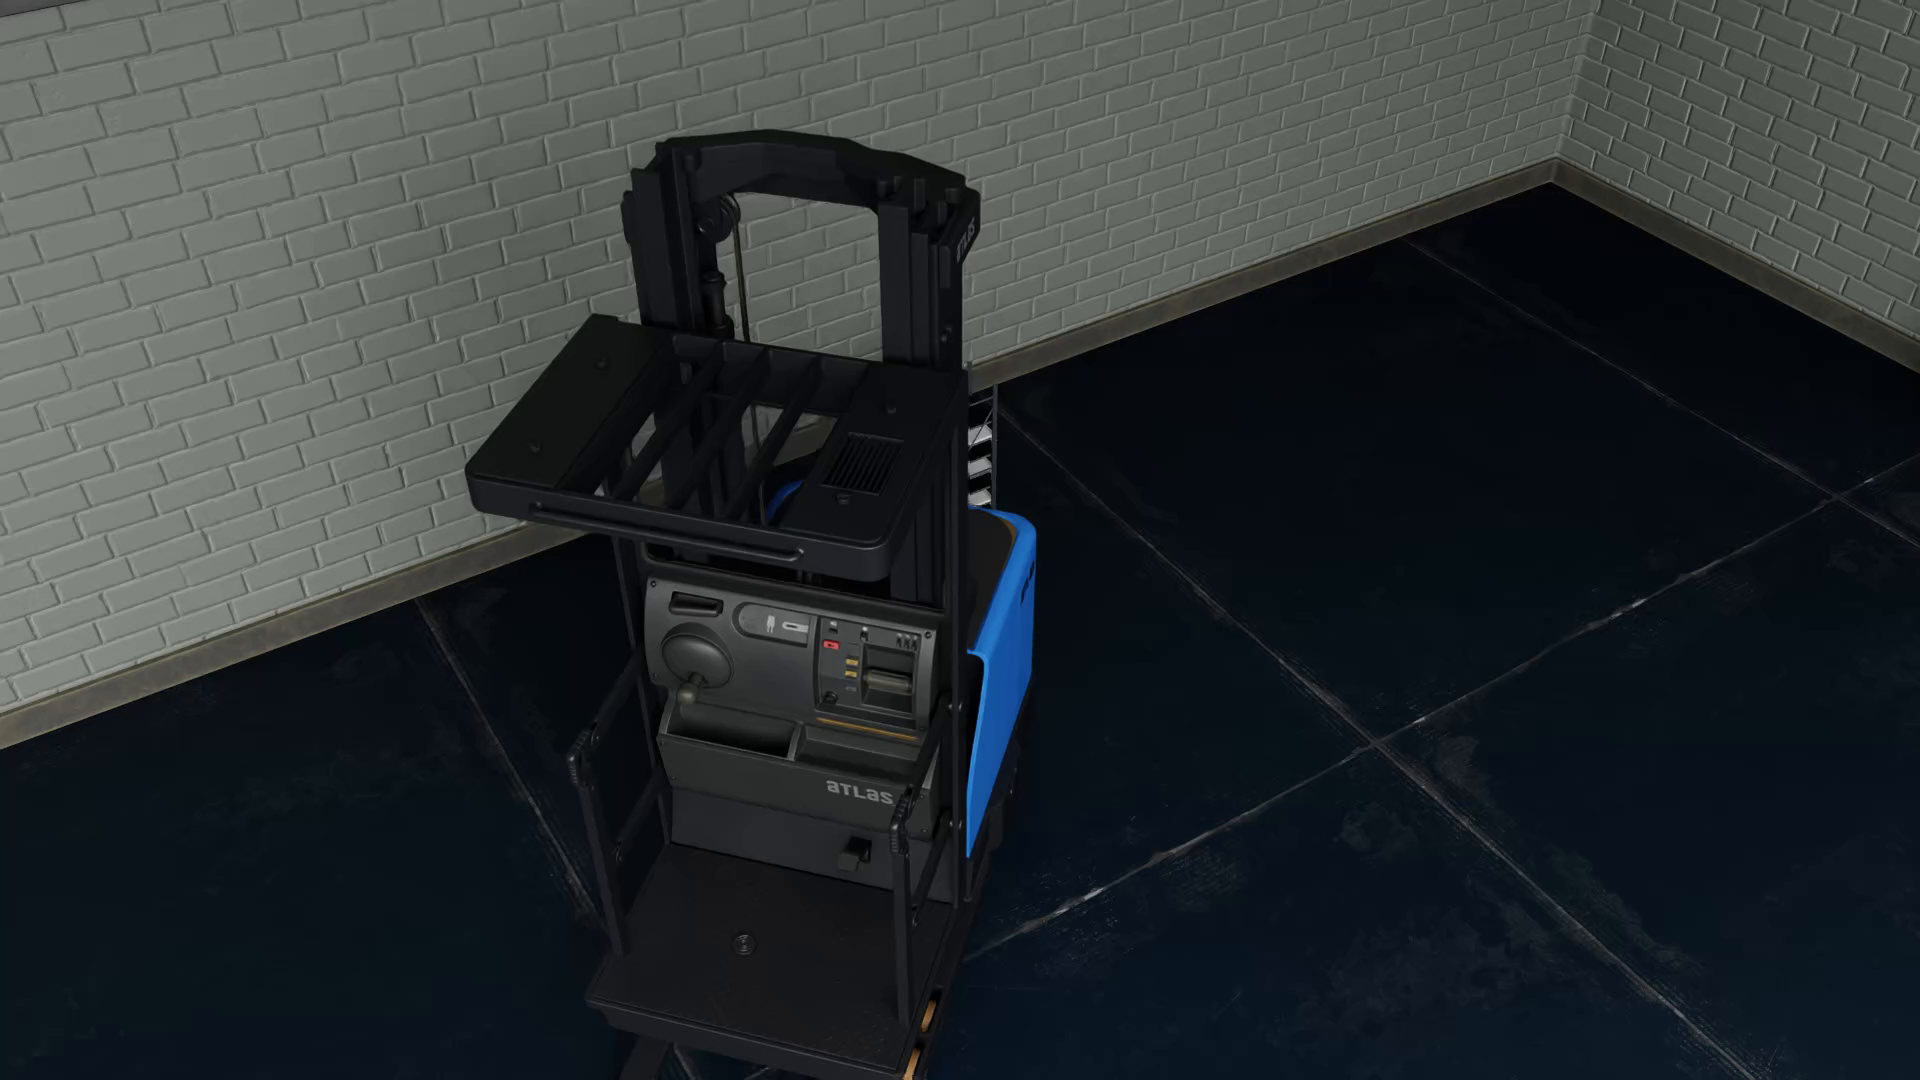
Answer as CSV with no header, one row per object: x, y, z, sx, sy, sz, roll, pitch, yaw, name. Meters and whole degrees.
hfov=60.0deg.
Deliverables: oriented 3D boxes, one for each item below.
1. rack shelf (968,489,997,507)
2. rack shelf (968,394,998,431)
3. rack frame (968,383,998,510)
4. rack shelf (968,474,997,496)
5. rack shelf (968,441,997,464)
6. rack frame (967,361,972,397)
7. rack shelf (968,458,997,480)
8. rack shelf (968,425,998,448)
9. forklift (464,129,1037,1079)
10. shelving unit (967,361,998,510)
0.004,-0.177,7.593,0.258,0.077,0.200,-22,45,-24,rack shelf
0.004,-0.523,7.305,0.258,0.077,0.200,-22,45,-24,rack shelf
0.059,-0.286,7.391,0.240,0.900,0.006,-22,45,-24,rack frame
0.004,-0.247,7.536,0.258,0.077,0.200,-22,45,-24,rack shelf
0.004,-0.385,7.420,0.258,0.077,0.200,-22,45,-24,rack shelf
-0.050,-0.396,7.523,0.240,0.900,0.006,-22,45,-24,rack frame
0.004,-0.316,7.478,0.258,0.077,0.200,-22,45,-24,rack shelf
0.004,-0.454,7.363,0.258,0.077,0.200,-22,45,-24,rack shelf
-0.581,0.437,4.936,1.130,2.935,3.031,10,41,12,forklift
0.004,-0.341,7.457,0.258,0.900,0.210,-22,45,-24,shelving unit
